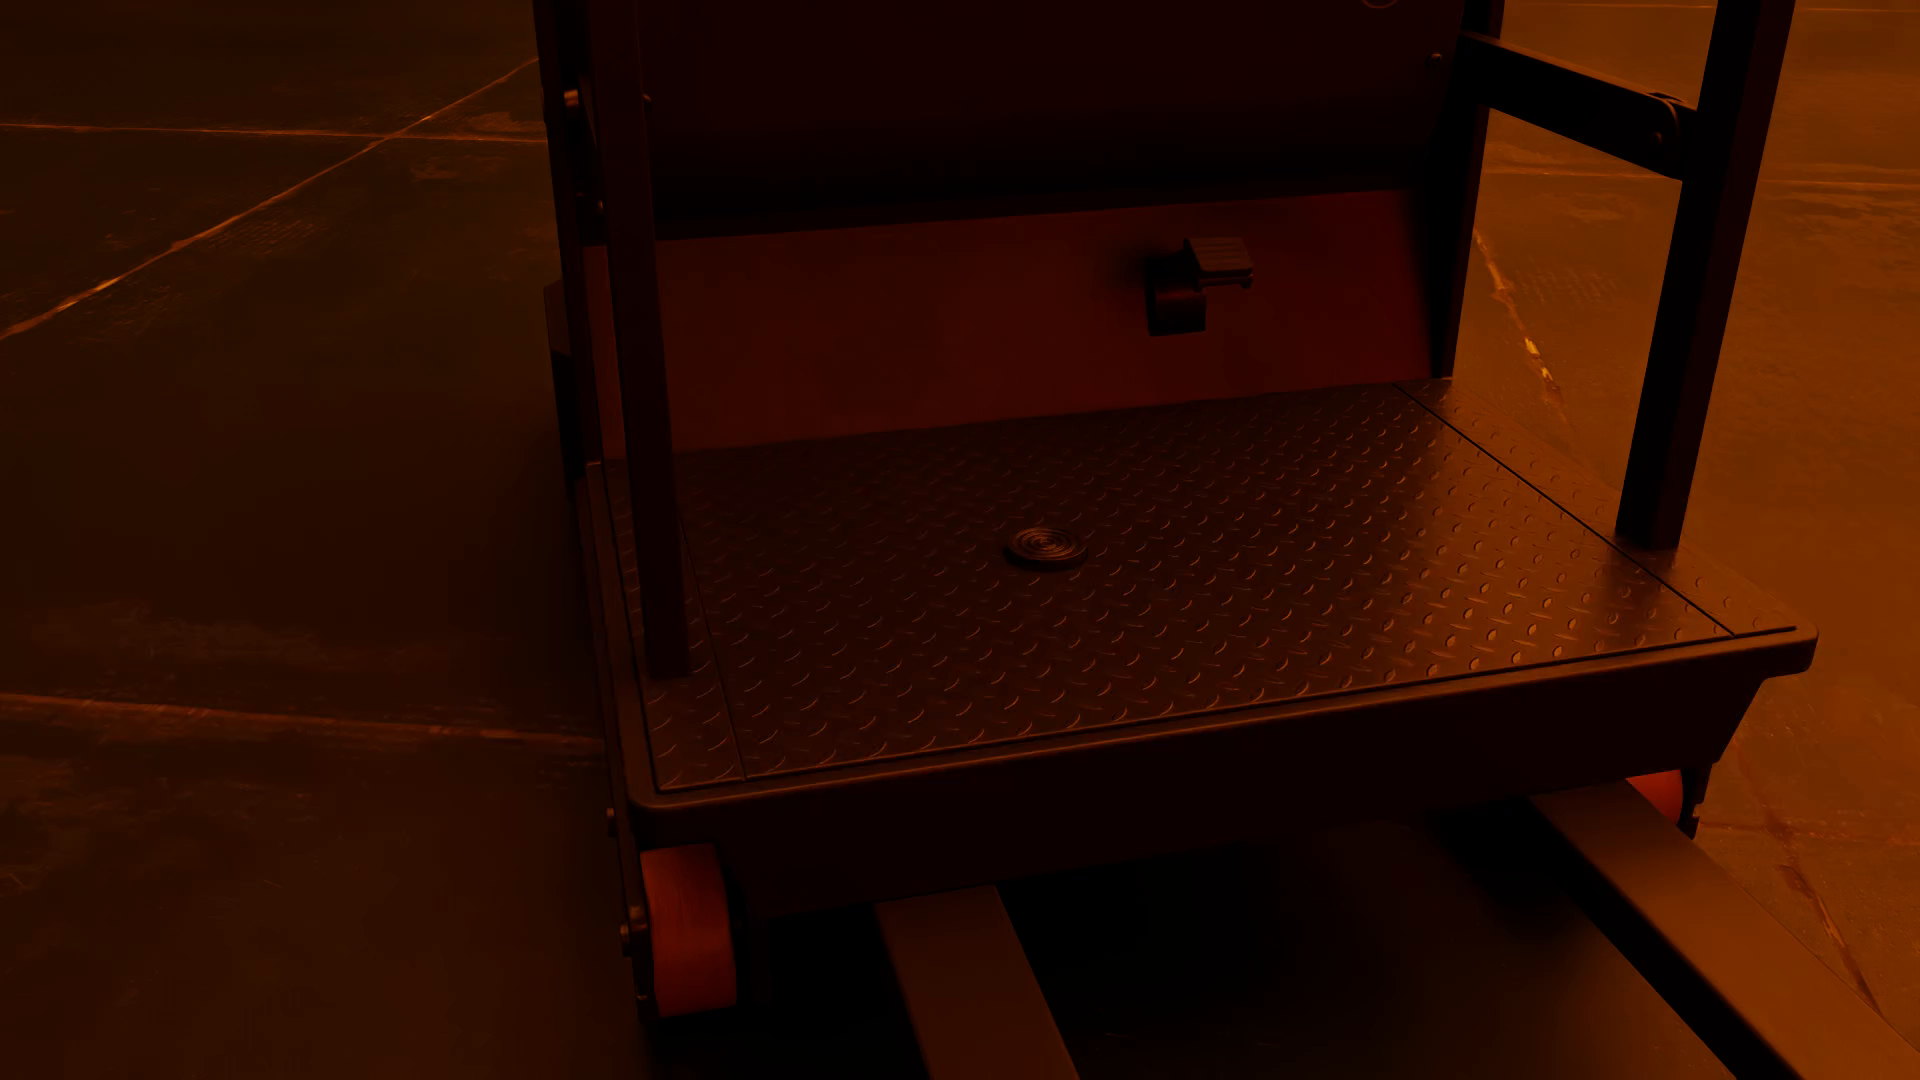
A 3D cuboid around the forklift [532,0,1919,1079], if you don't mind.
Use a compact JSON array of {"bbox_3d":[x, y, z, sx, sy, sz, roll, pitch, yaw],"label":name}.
[{"bbox_3d":[0.153,-1.049,1.319,1.130,2.935,3.031,-7,27,-13],"label":"forklift"}]
